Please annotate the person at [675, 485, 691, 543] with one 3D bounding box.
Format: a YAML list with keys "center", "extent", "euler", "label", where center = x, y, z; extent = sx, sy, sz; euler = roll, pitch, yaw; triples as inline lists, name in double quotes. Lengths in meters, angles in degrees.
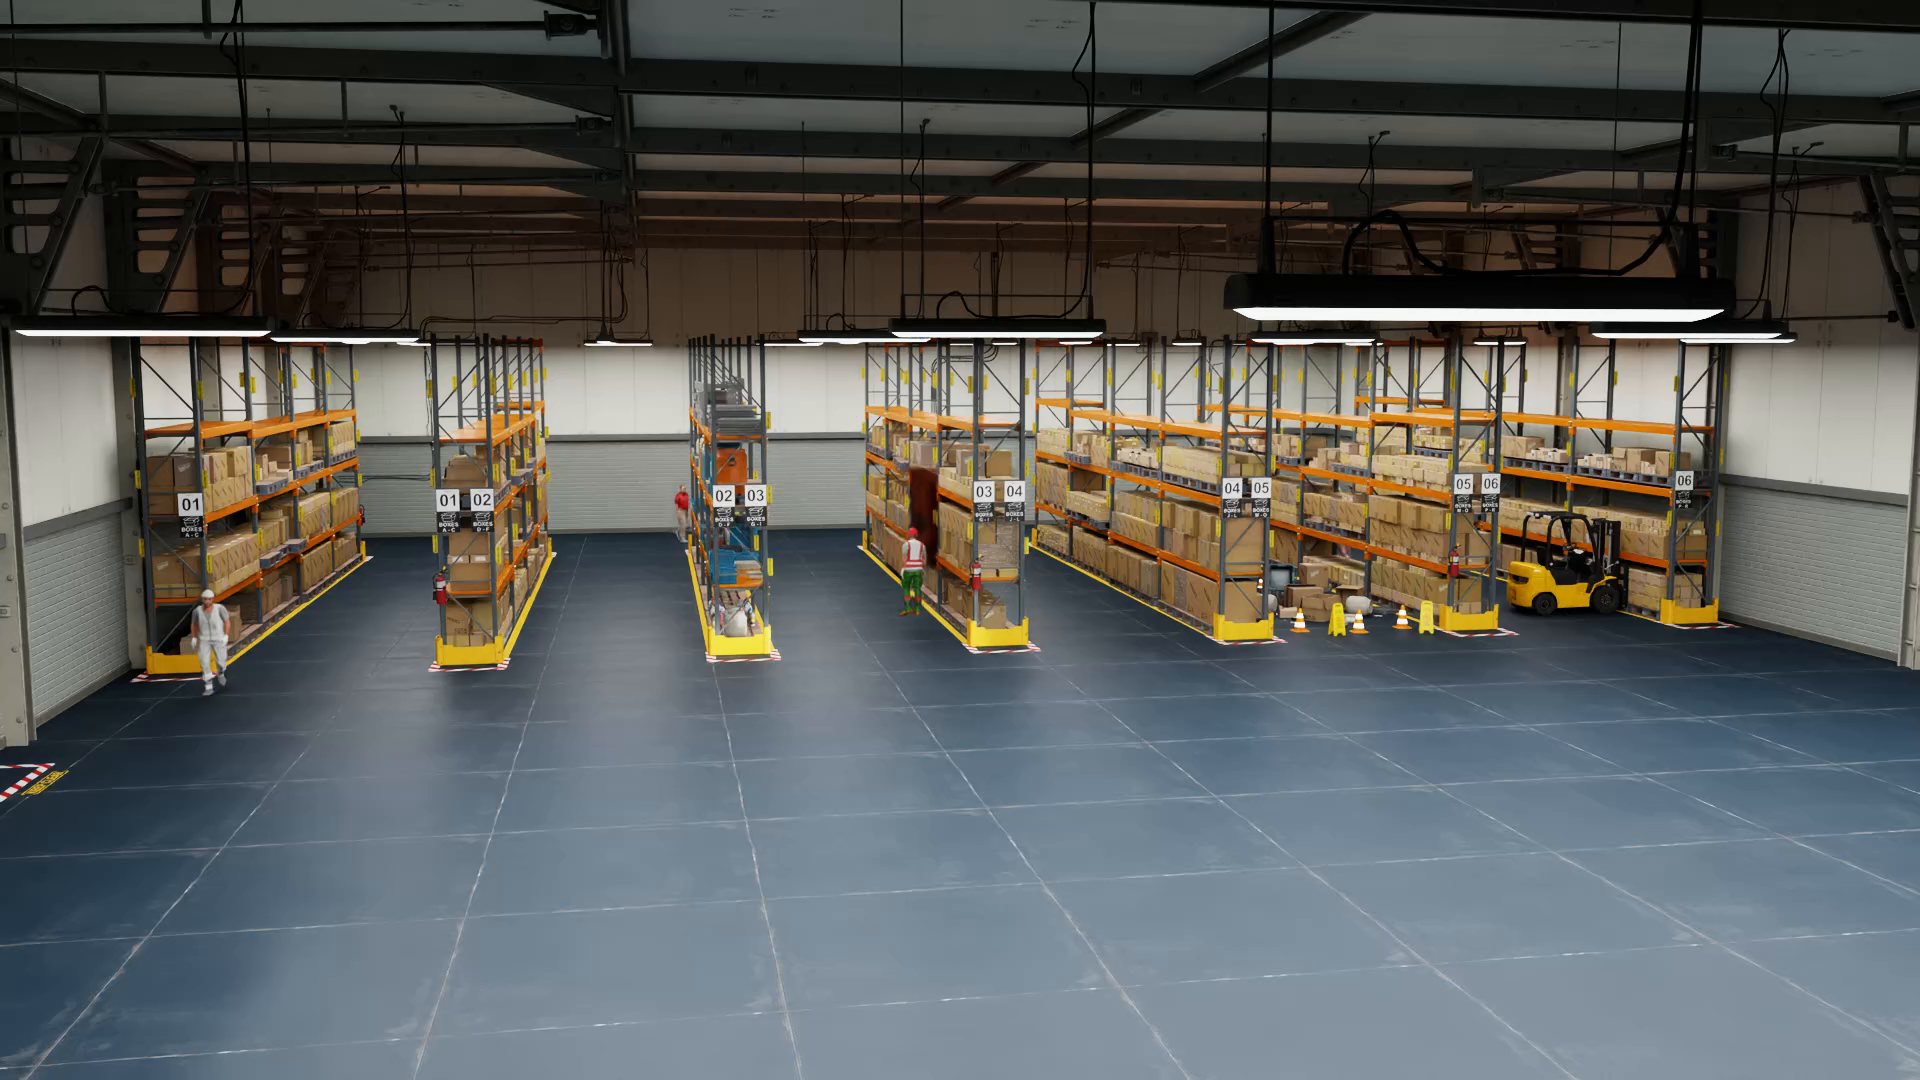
- center: [-8.245, -0.792, 49.295]
  extent: [0.639, 1.706, 0.545]
  euler: [4, 8, 32]
  label: "person"

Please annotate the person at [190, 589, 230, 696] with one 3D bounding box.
- center: [-12.515, 1.676, 27.791]
  extent: [0.620, 1.764, 0.701]
  euler: [-2, 7, -17]
  label: "person"

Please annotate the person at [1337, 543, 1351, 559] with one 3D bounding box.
- center: [10.436, -0.240, 44.949]
  extent: [0.486, 1.697, 0.388]
  euler: [-5, 8, -37]
  label: "person"

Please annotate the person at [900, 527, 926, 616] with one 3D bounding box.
- center: [-0.962, 0.669, 34.042]
  extent: [0.593, 1.834, 0.566]
  euler: [-3, 7, -21]
  label: "person"

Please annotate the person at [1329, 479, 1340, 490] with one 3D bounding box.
- center: [11.621, -1.068, 51.579]
  extent: [0.836, 1.758, 0.588]
  euler: [-1, 7, -7]
  label: "person"
